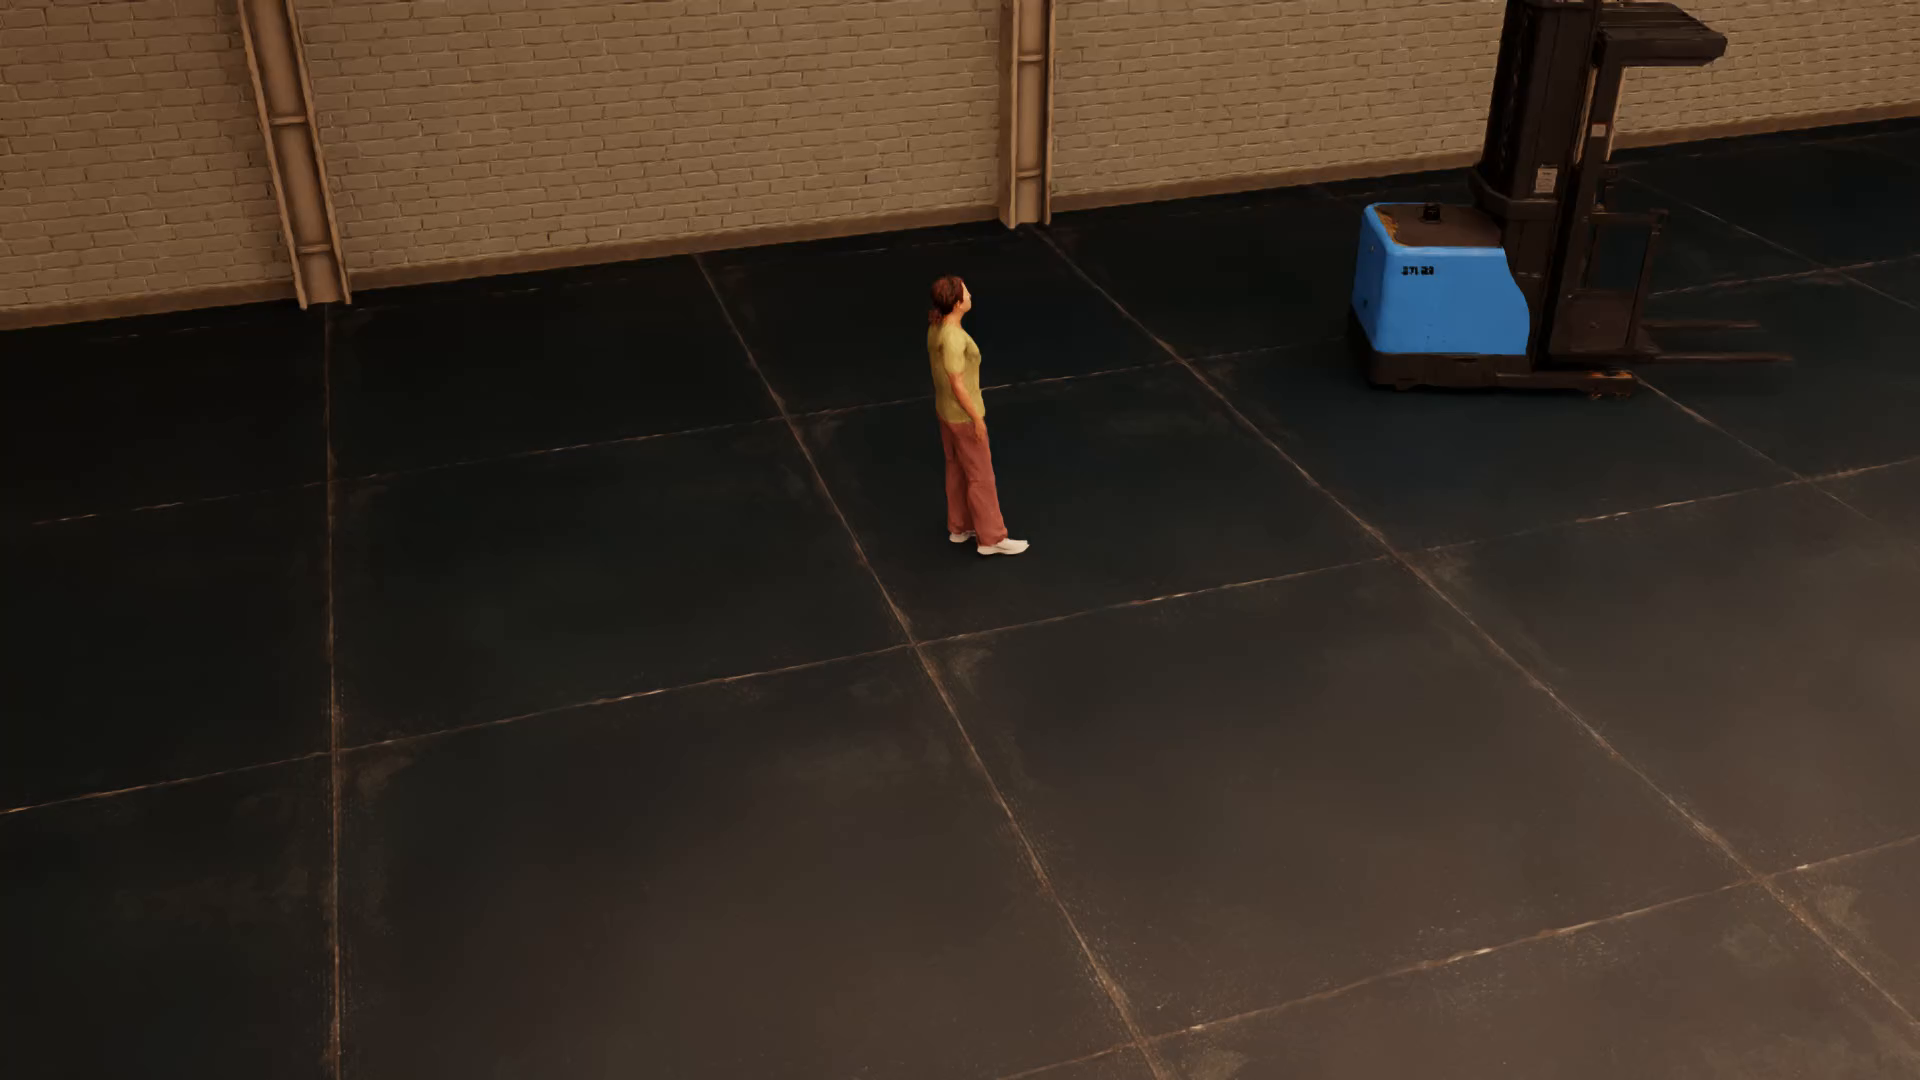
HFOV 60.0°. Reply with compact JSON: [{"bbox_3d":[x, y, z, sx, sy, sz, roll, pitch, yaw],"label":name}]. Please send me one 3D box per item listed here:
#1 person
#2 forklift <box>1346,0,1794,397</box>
[{"bbox_3d":[0.074,-0.739,9.616,0.548,1.674,0.554,-10,31,-16],"label":"person"},{"bbox_3d":[4.434,-2.555,11.528,3.031,2.935,1.130,1,30,1],"label":"forklift"}]
